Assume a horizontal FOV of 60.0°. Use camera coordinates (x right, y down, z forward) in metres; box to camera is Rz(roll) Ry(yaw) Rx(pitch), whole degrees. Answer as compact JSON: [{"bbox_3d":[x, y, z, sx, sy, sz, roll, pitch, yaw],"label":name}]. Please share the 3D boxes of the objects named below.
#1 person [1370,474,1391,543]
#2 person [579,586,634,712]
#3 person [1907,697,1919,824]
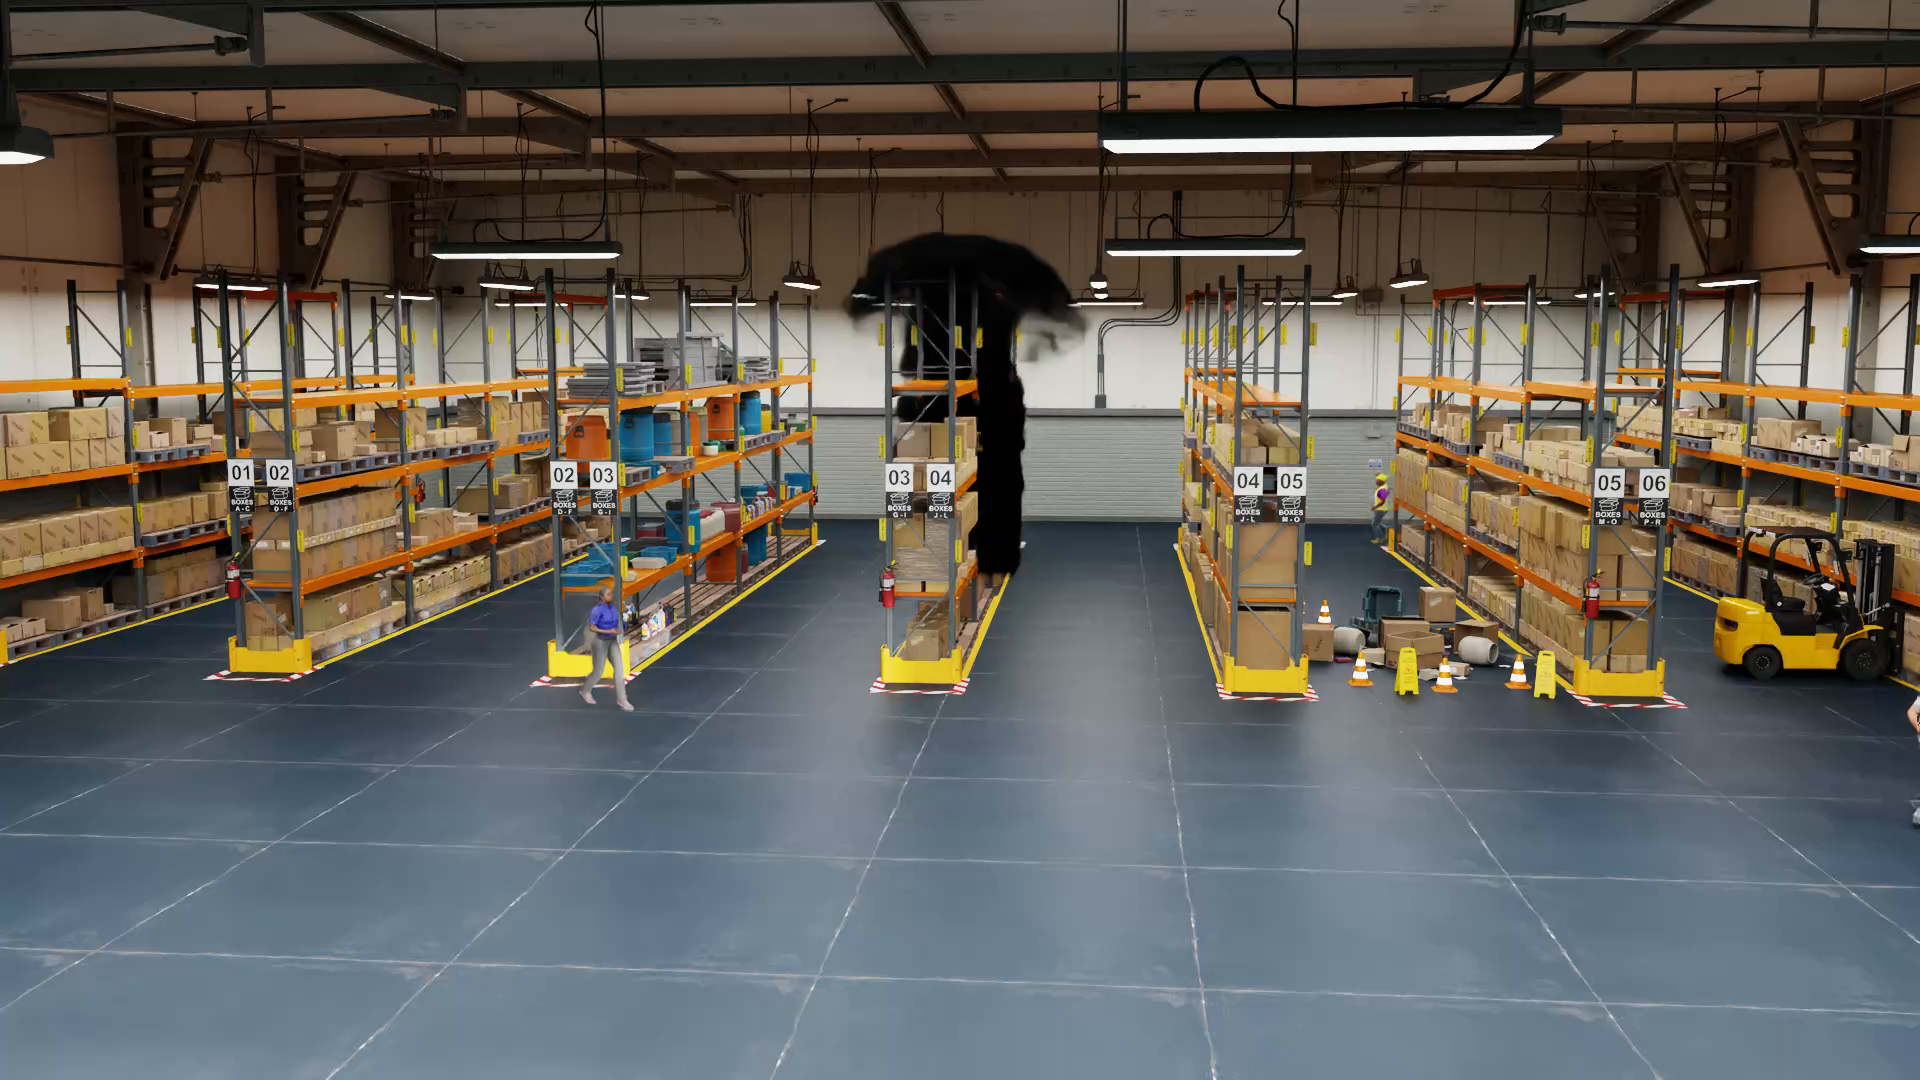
[{"bbox_3d":[10.274,-0.746,40.467,0.551,1.710,0.732,1,7,11],"label":"person"},{"bbox_3d":[-4.809,1.454,22.473,0.881,1.683,0.571,5,8,33],"label":"person"},{"bbox_3d":[9.997,2.083,16.767,0.640,1.742,0.649,-5,9,-36],"label":"person"}]
